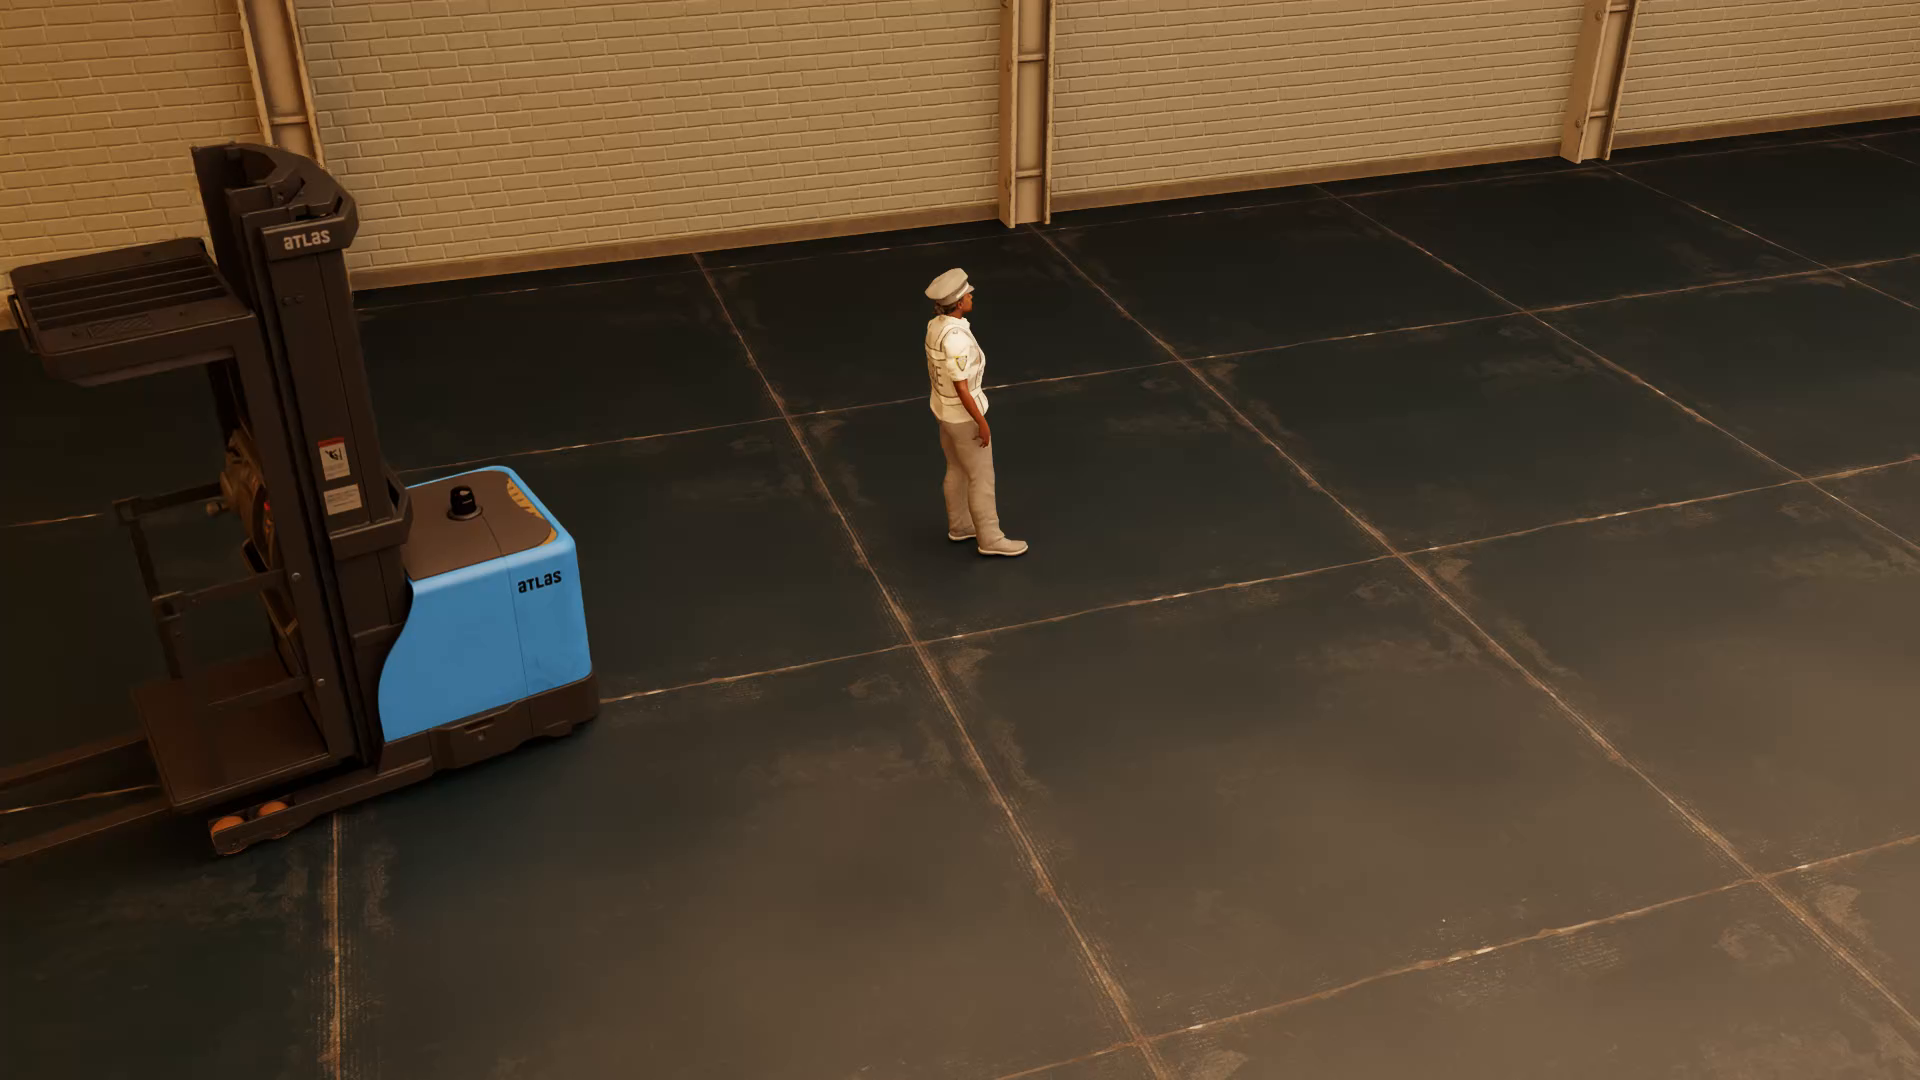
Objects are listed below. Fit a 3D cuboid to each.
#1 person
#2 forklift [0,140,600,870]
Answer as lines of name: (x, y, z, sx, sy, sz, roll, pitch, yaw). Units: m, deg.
person: (0.078, -0.743, 9.604, 0.528, 1.695, 0.569, -10, 31, -16)
forklift: (-3.337, -0.147, 7.343, 3.031, 2.935, 1.130, -18, 34, -28)
